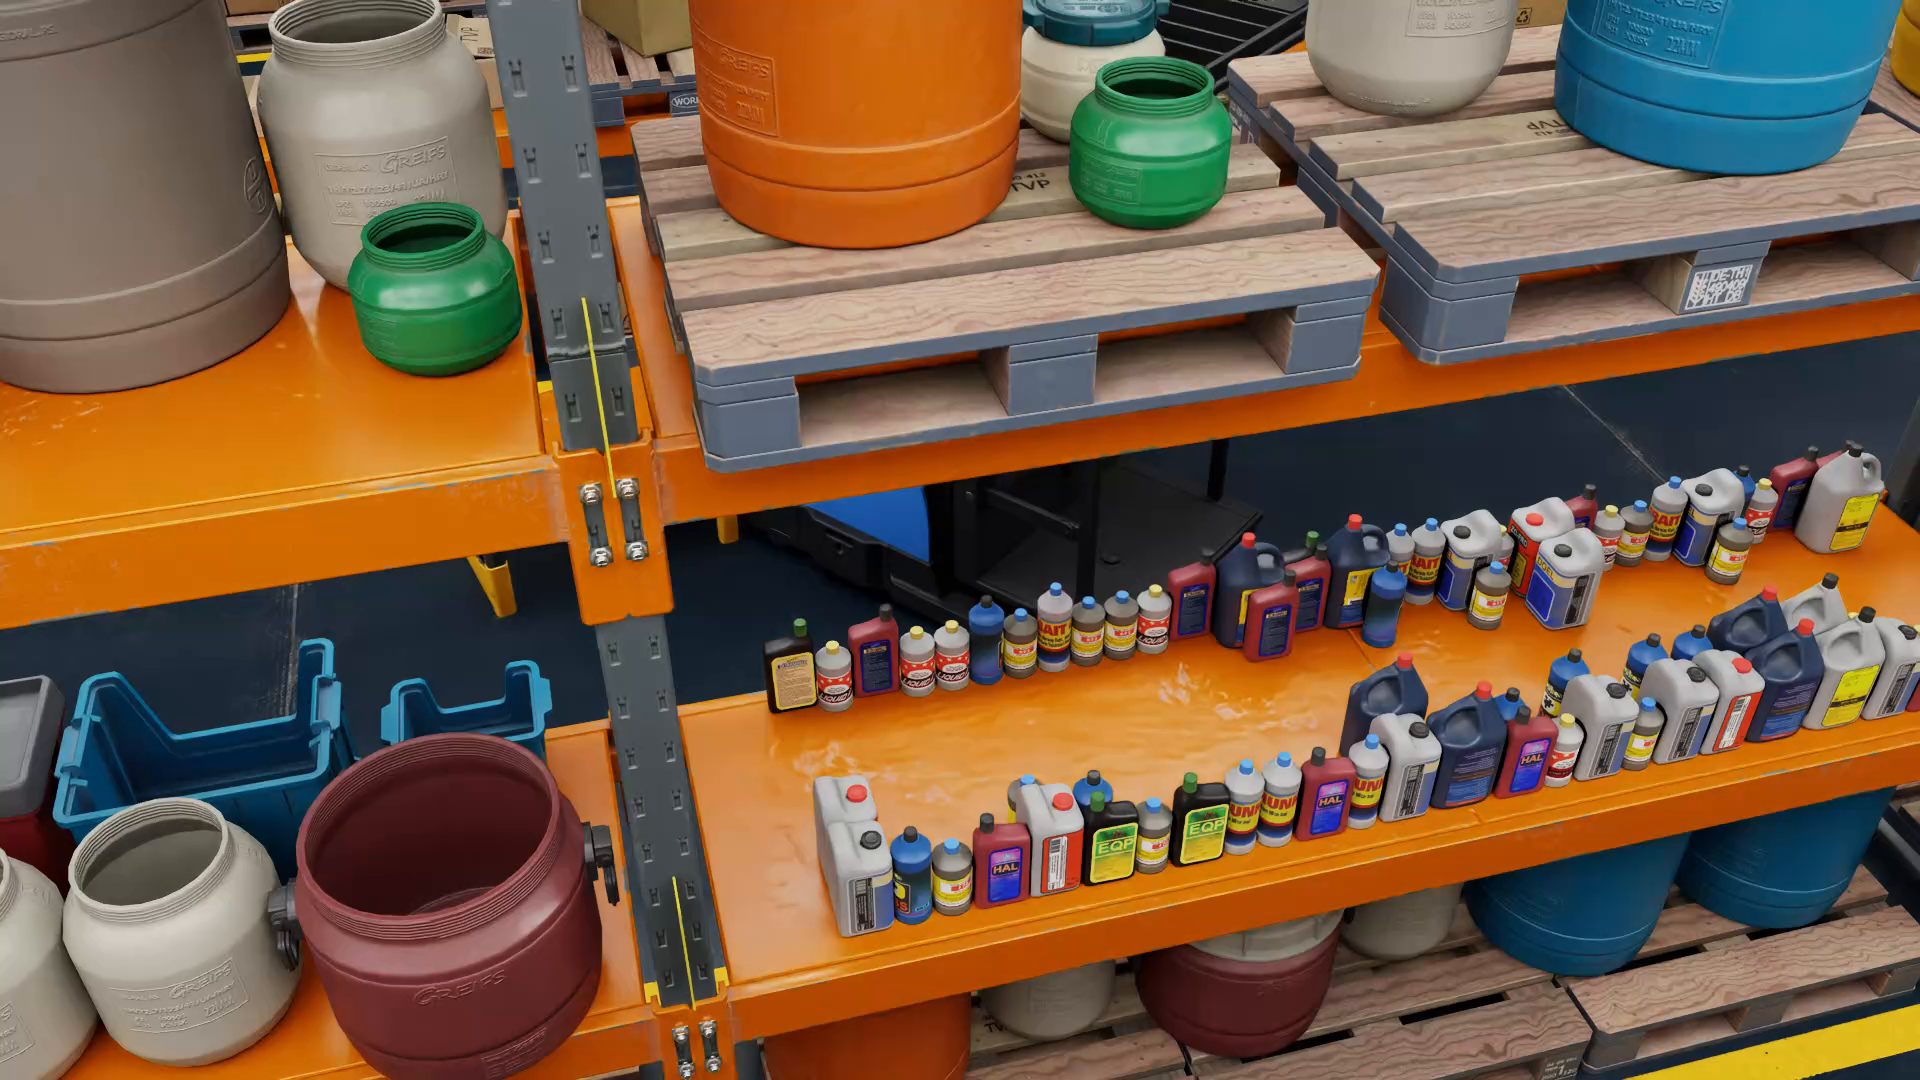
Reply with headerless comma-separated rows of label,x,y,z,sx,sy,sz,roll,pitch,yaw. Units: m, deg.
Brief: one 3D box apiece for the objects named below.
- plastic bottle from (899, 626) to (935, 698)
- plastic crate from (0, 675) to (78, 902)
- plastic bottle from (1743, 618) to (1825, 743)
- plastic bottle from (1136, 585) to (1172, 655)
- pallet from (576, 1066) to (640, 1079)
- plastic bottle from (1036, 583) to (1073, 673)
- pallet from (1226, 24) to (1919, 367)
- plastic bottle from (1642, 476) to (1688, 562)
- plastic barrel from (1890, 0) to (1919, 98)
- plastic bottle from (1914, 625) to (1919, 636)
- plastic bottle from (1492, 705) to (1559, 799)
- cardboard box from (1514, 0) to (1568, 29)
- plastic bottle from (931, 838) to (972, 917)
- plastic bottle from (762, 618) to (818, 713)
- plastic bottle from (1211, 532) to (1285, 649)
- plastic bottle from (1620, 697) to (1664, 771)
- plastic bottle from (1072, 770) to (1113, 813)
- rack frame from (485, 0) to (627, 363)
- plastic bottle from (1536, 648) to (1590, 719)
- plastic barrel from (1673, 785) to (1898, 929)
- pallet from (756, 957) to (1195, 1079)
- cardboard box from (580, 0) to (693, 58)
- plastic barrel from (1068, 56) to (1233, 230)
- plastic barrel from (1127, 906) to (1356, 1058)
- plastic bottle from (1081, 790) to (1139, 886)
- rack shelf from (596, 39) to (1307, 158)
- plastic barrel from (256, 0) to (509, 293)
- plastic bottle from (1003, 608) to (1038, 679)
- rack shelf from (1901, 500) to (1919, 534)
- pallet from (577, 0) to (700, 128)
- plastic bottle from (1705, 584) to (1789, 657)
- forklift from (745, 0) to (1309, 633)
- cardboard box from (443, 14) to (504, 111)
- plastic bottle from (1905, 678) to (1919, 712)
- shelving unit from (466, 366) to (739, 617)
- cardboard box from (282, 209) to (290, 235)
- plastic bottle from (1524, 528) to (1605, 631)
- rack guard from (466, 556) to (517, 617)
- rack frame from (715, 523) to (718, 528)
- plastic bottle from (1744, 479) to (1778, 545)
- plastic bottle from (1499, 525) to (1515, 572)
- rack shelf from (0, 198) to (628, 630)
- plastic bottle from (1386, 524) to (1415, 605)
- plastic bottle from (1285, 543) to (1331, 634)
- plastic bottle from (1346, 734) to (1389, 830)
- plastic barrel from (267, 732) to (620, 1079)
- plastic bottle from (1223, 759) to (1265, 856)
plastic bottle,-0.116,0.322,4.524,0.097,0.201,0.097,0,37,0
plastic crate,-2.374,0.653,3.875,0.583,0.464,0.402,-9,38,-12
plastic bottle,2.147,0.354,4.359,0.185,0.351,0.144,-9,38,-12
plastic bottle,0.542,0.214,4.665,0.097,0.201,0.097,0,37,0
pallet,-1.492,1.809,4.711,1.213,0.211,1.003,-9,38,-12
plastic bottle,0.260,0.233,4.583,0.097,0.271,0.097,0,37,0
pallet,1.302,-0.786,3.495,1.213,0.211,1.003,-9,38,-12
plastic bottle,2.109,-0.071,4.980,0.097,0.271,0.097,0,37,0
plastic barrel,2.299,-1.201,3.382,0.600,0.588,0.600,0,37,0
plastic bottle,2.582,0.319,4.528,0.097,0.201,0.097,0,37,0
plastic bottle,1.426,0.526,4.190,0.133,0.283,0.061,-9,38,-12
cardboard box,2.896,-2.982,8.597,0.500,0.500,0.500,-9,38,-11
plastic bottle,-0.019,0.784,3.920,0.097,0.201,0.097,0,37,0
plastic bottle,-0.455,0.334,4.441,0.133,0.283,0.061,-9,38,-12
plastic bottle,0.813,0.125,4.658,0.185,0.351,0.144,-9,38,-12
plastic bottle,1.757,0.492,4.301,0.097,0.201,0.097,0,37,0
plastic bottle,0.317,0.662,4.021,0.097,0.271,0.097,0,37,0
rack frame,-0.734,-1.781,2.172,0.127,3.000,1.000,-9,38,-12
plastic bottle,1.587,0.397,4.369,0.097,0.271,0.097,0,37,0
plastic barrel,2.598,0.711,5.233,0.708,0.901,0.600,-9,38,-12
pallet,0.016,1.560,5.037,1.213,0.211,1.003,-9,38,-12
cardboard box,-1.444,-2.677,7.853,0.500,0.500,0.700,-23,43,-27
plastic barrel,0.348,-0.728,3.046,0.294,0.245,0.294,0,37,0
plastic barrel,0.824,1.126,4.948,0.708,0.588,0.600,-9,38,-12
plastic bottle,0.356,0.701,3.961,0.133,0.283,0.061,-9,38,-12
rack shelf,-0.091,-2.336,8.426,4.000,0.370,1.077,-9,38,-12
plastic barrel,-1.114,-0.765,3.220,0.421,0.512,0.421,0,37,0
plastic bottle,0.166,0.276,4.584,0.097,0.201,0.097,0,37,0
rack shelf,5.058,-0.063,5.456,4.000,0.370,1.077,-9,38,-12
pallet,-1.386,-2.377,8.046,1.003,0.211,1.213,-9,38,-12
plastic bottle,2.109,0.270,4.469,0.185,0.351,0.144,-9,38,-12
forklift,0.546,-0.910,6.027,3.031,2.935,1.130,24,44,28
cardboard box,-2.385,-2.237,7.779,0.500,0.311,0.500,-7,38,-9
plastic bottle,2.620,0.330,4.446,0.133,0.283,0.061,-9,38,-12
shelving unit,-1.569,-0.590,6.787,1.083,1.500,0.587,-19,41,-23
cardboard box,-3.109,-1.603,8.333,0.500,0.311,0.500,-10,39,-13
plastic bottle,1.727,0.103,4.749,0.135,0.276,0.152,-9,38,-12
rack guard,-2.002,0.056,6.970,0.087,0.250,0.587,-19,41,-23
rack frame,-1.136,-0.741,6.984,0.032,1.500,0.500,-19,41,-23
plastic bottle,2.427,-0.095,5.069,0.097,0.201,0.097,0,37,0
plastic bottle,1.568,0.046,4.885,0.097,0.201,0.097,0,37,0
rack shelf,-2.665,0.013,2.888,4.000,0.370,1.077,-9,38,-12
plastic bottle,1.250,0.070,4.796,0.097,0.271,0.097,0,37,0
plastic bottle,0.971,0.138,4.697,0.133,0.283,0.061,-9,38,-12
plastic bottle,1.002,0.588,4.118,0.097,0.271,0.097,0,37,0
plastic barrel,-1.103,0.799,3.625,0.708,0.536,0.600,-9,38,-12
plastic bottle,0.685,0.640,4.050,0.097,0.271,0.097,0,37,0
